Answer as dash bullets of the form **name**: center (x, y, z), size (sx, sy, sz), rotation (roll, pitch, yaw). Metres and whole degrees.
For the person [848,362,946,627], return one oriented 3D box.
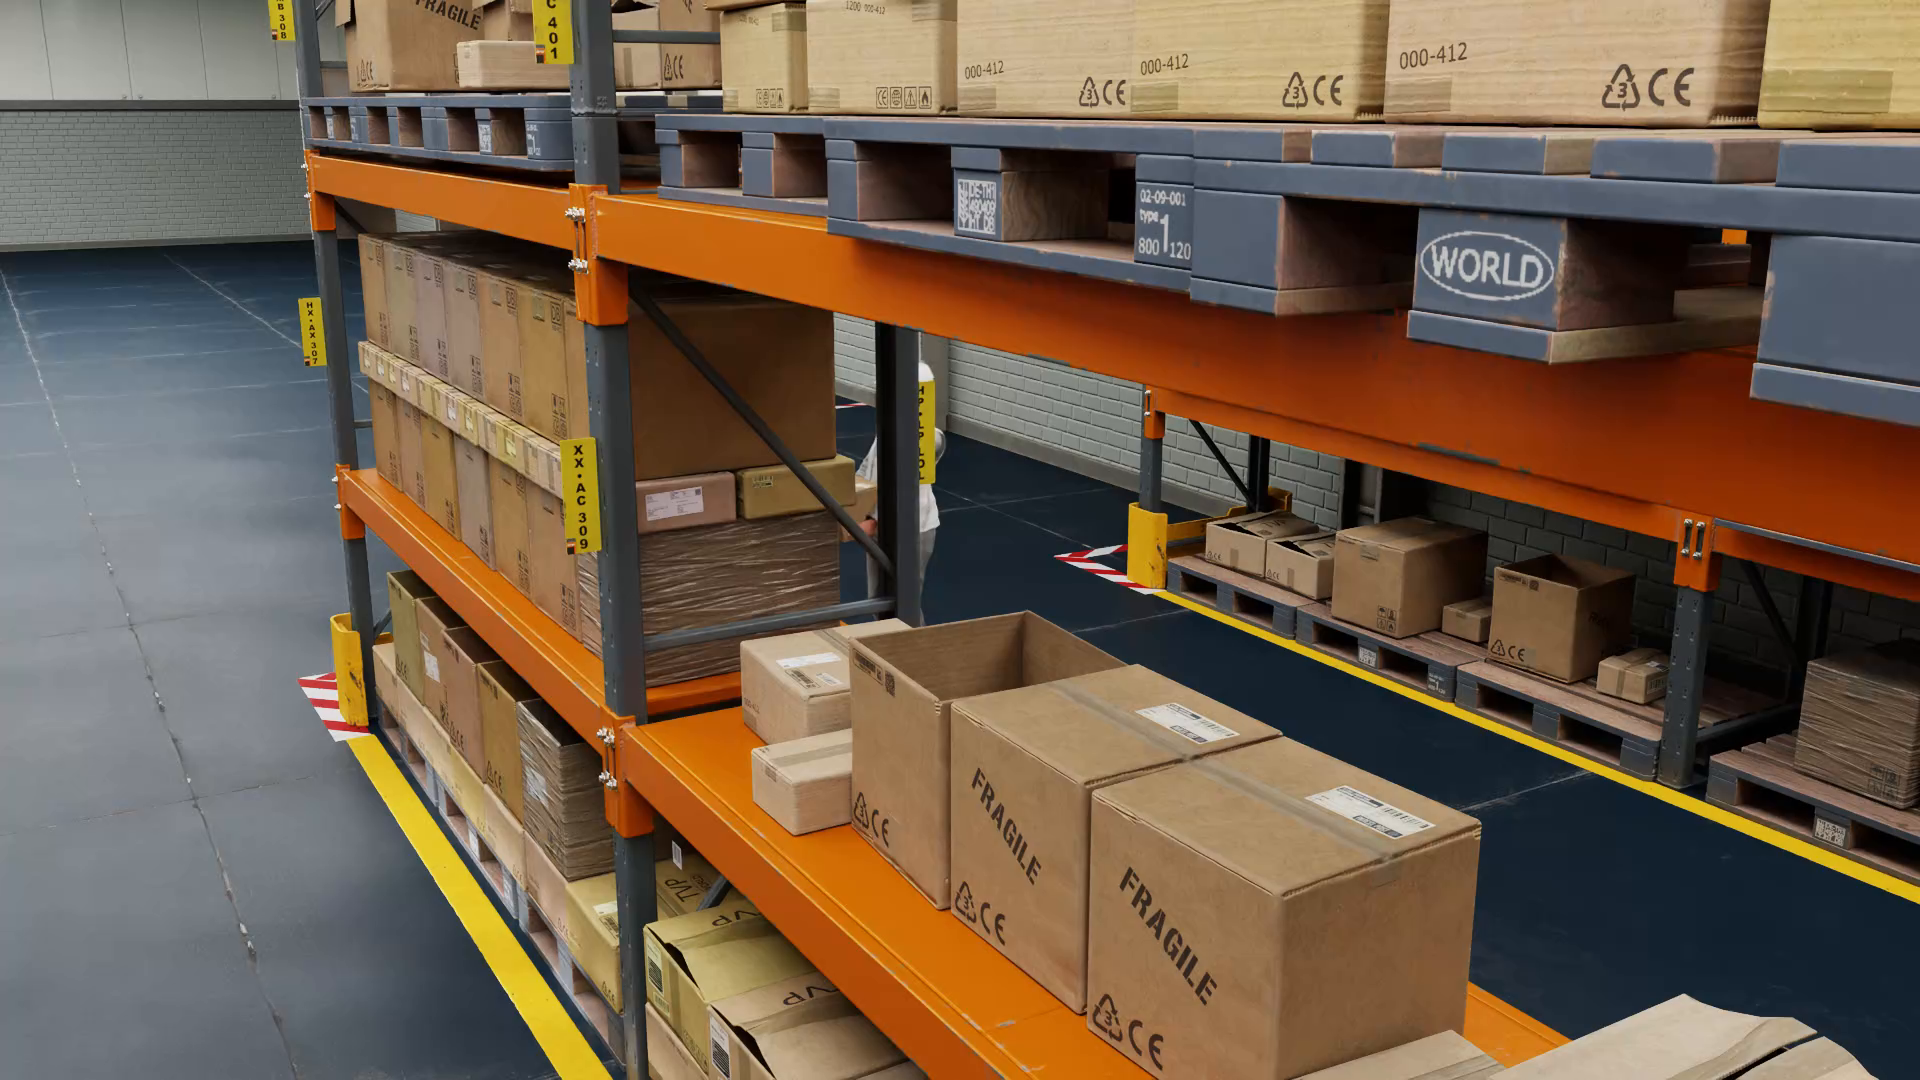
- **person**: center (-0.383, -0.044, 8.647), size (0.553, 1.762, 0.494), rotation (-8, 17, -29)
